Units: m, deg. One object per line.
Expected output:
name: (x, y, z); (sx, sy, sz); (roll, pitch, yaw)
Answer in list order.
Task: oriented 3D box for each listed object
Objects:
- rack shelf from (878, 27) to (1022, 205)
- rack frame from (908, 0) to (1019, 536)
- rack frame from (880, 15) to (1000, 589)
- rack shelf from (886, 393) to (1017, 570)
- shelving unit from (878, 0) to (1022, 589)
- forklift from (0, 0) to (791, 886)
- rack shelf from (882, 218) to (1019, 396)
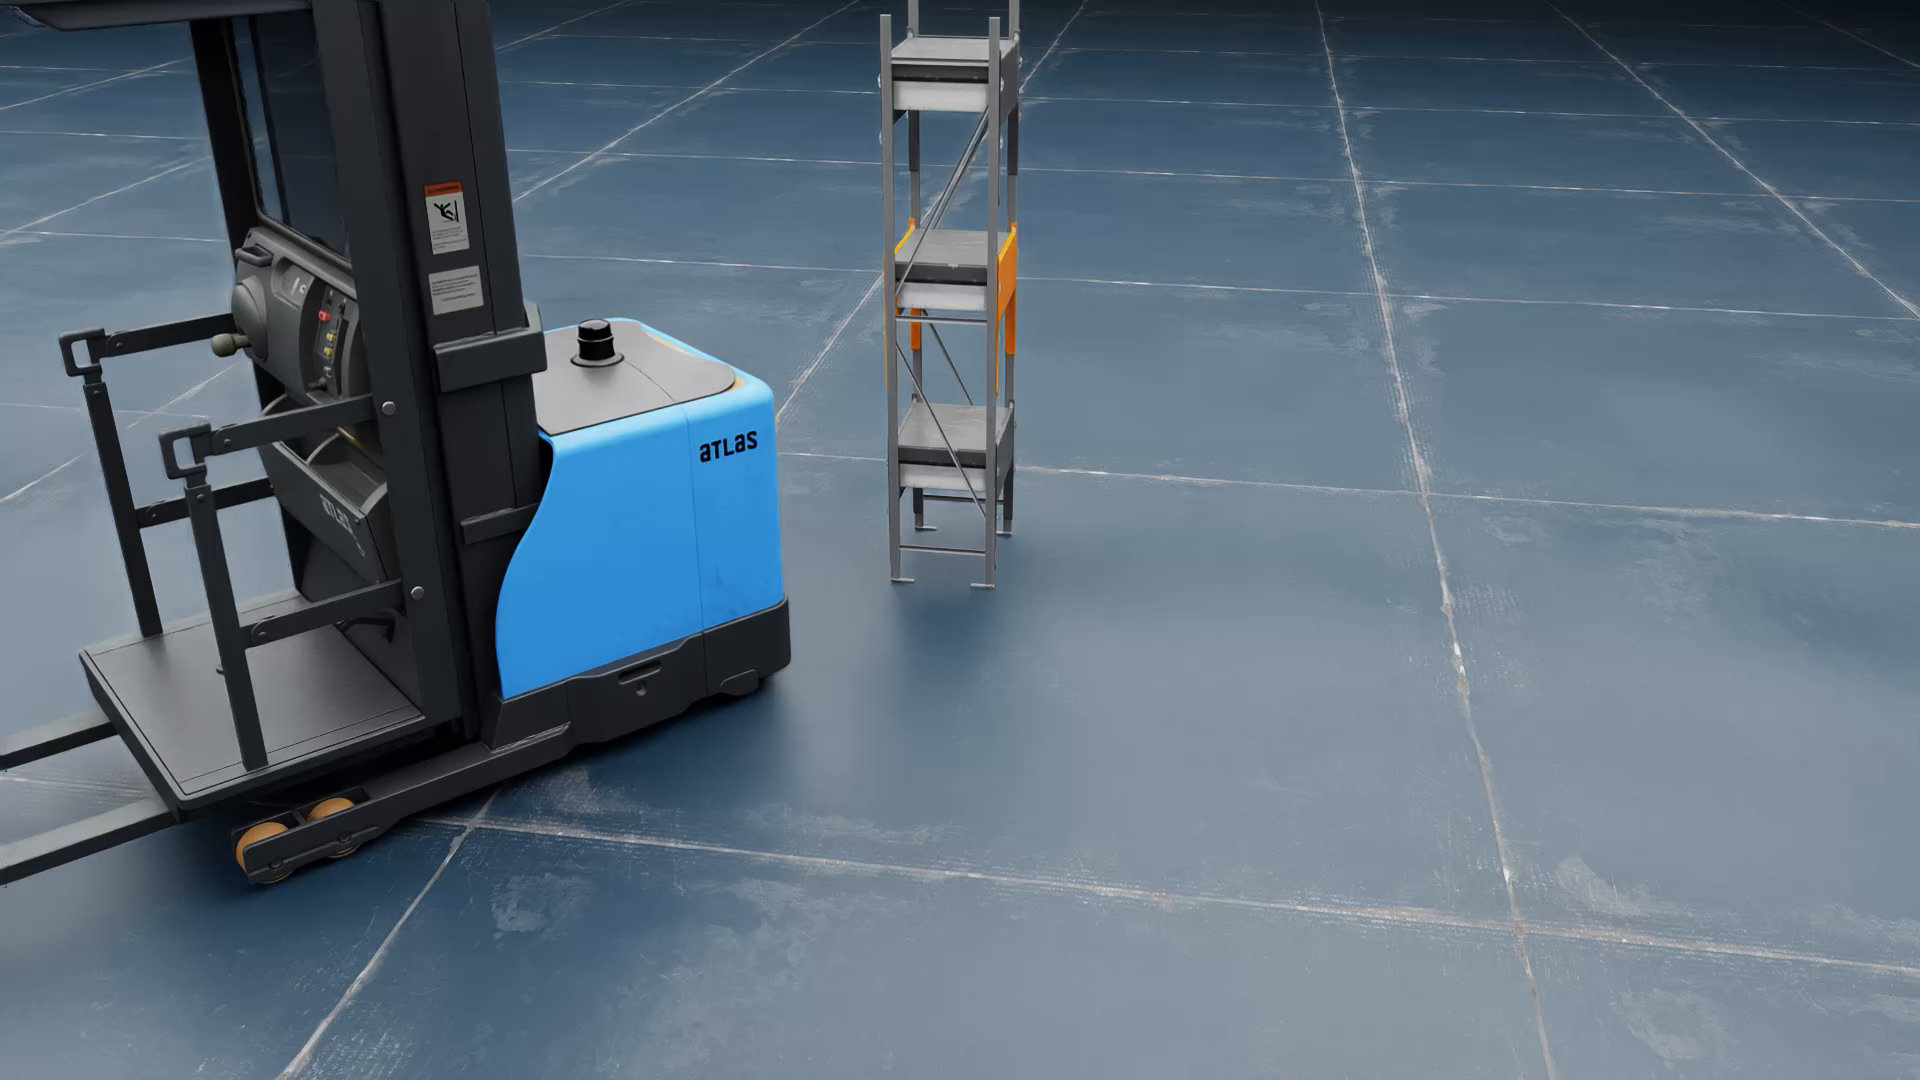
rack shelf: (-0.027, -1.503, 5.866); (0.431, 0.518, 0.480); (4, 25, 9)
rack frame: (0.013, -0.984, 6.375); (0.400, 2.100, 0.015); (4, 25, 9)
rack frame: (-0.067, -0.780, 5.939); (0.400, 2.100, 0.015); (4, 25, 9)
rack shelf: (-0.027, -0.235, 6.459); (0.431, 0.518, 0.480); (4, 25, 9)
shelving unit: (-0.027, -0.882, 6.157); (0.431, 2.100, 0.503); (4, 25, 9)
forklift: (-2.042, -0.613, 4.603); (3.031, 2.935, 1.130); (-19, 31, -35)
rack shelf: (-0.027, -0.869, 6.163); (0.431, 0.518, 0.480); (4, 25, 9)
